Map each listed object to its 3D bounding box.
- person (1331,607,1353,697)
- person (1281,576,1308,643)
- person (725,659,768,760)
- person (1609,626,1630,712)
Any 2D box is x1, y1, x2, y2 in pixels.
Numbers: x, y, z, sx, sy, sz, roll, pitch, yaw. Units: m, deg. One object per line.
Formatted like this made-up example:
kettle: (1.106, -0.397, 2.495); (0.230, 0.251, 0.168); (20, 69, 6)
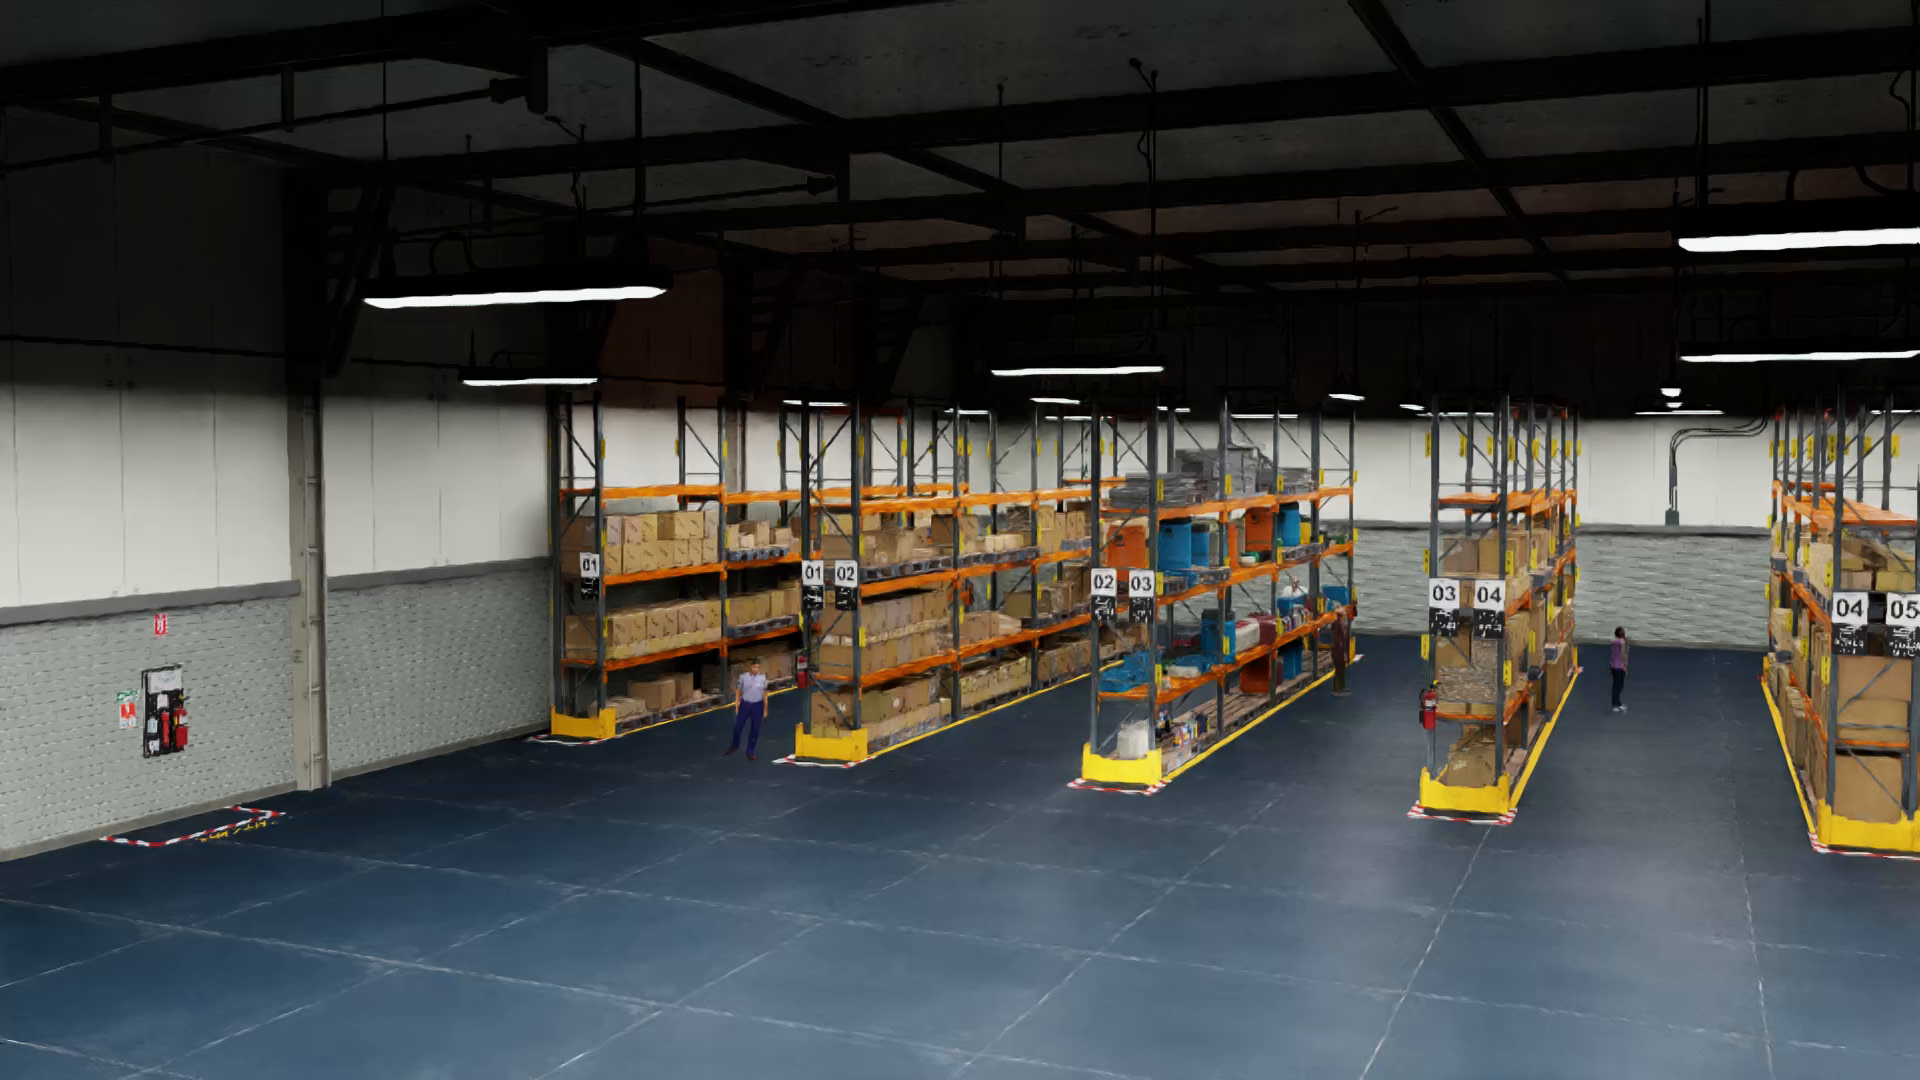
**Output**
person: (7.723, 2.244, 33.535); (0.514, 1.785, 0.625); (0, 3, -5)
person: (8.587, 1.789, 42.607); (0.729, 1.733, 0.546); (1, 3, 22)
person: (-3.443, 2.714, 26.808); (0.673, 1.632, 0.511); (-1, 3, -15)
person: (12.574, 2.448, 31.660); (0.399, 1.589, 0.469); (0, 3, -8)
